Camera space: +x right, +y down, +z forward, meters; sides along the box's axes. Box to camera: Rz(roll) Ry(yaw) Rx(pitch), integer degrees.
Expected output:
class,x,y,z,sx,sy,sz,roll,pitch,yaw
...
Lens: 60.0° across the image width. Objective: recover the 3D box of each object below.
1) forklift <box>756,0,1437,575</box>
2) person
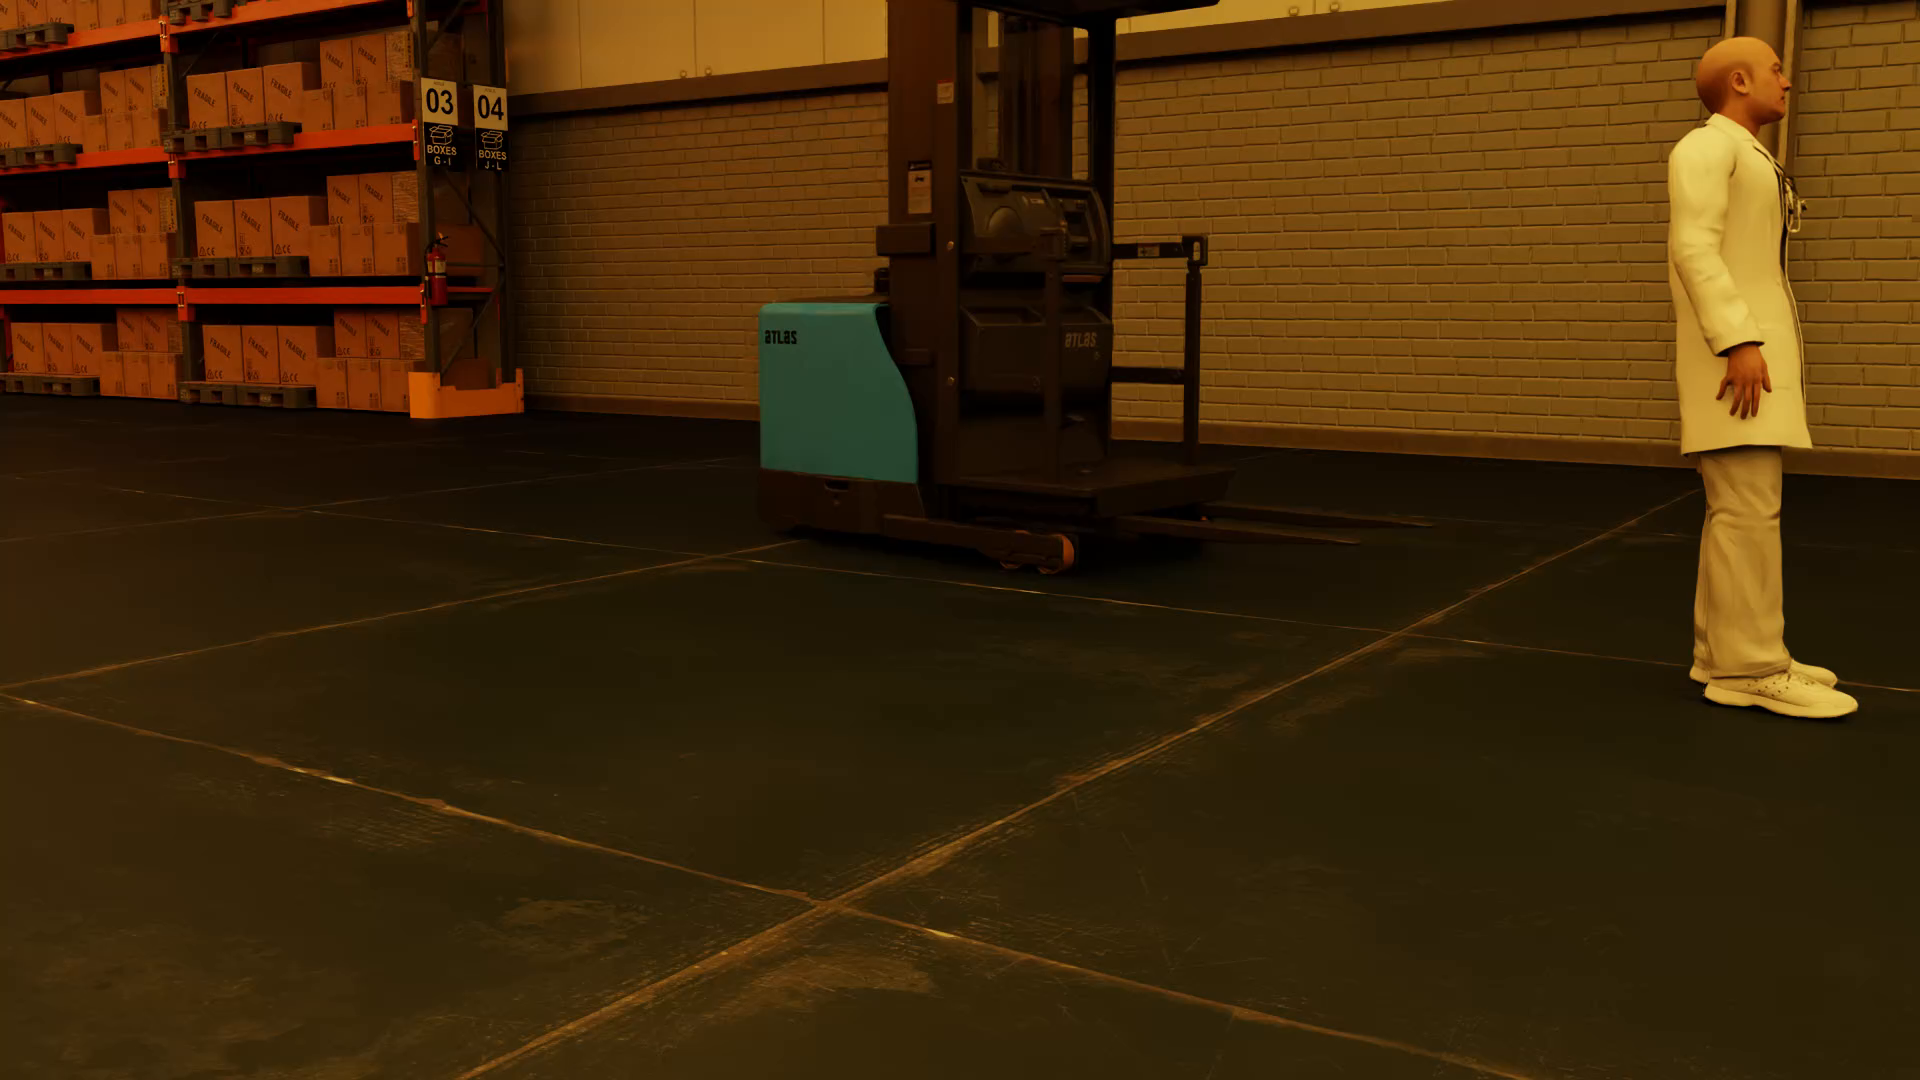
class,x,y,z,sx,sy,sz,roll,pitch,yaw
forklift,0.491,-1.394,6.997,3.031,2.935,1.130,7,11,41
person,2.209,-0.459,4.510,0.553,1.785,0.689,5,10,32
